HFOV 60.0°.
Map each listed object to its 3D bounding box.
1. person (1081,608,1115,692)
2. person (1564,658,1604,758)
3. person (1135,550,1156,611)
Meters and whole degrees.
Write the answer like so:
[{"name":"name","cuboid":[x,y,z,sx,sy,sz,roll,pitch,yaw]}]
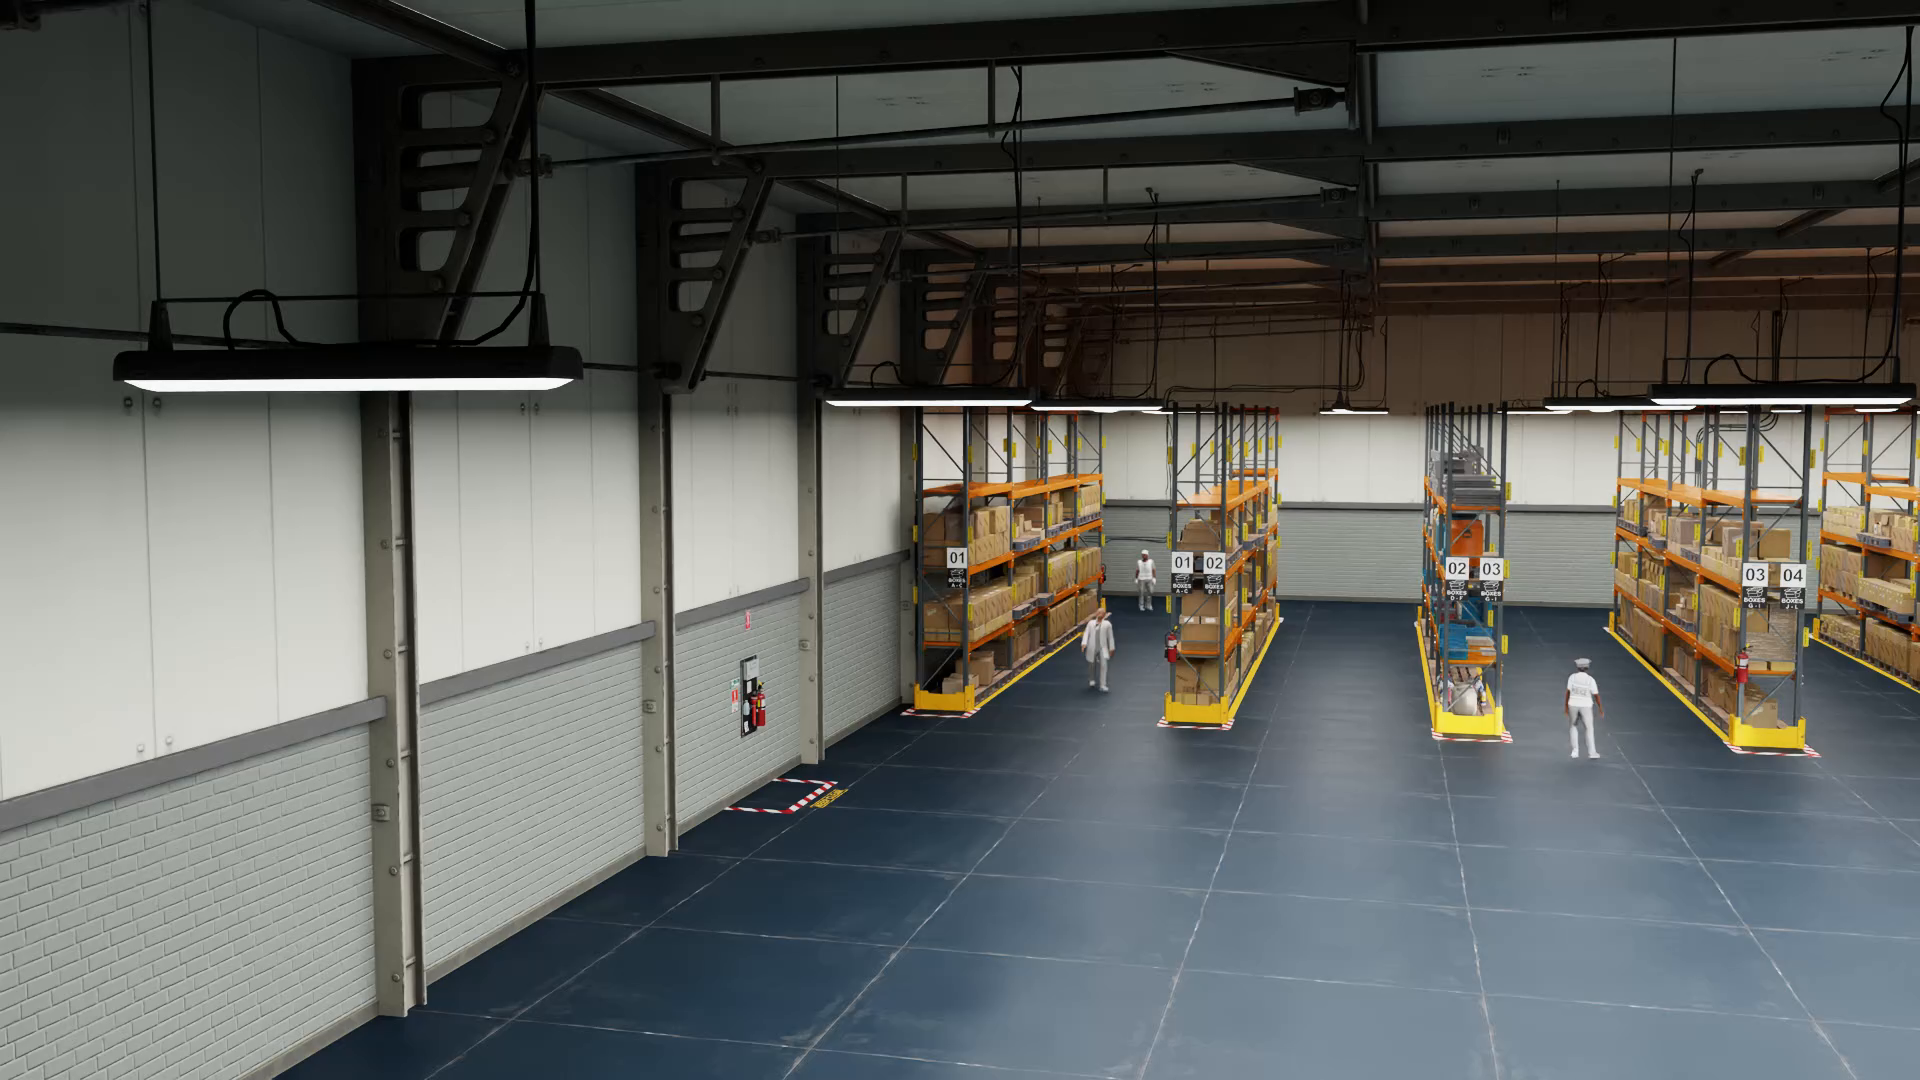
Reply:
[{"name":"person","cuboid":[2.893,2.284,34.826,0.727,1.716,1.126,0,4,0]},{"name":"person","cuboid":[10.462,2.825,27.872,0.588,1.683,0.492,3,5,39]},{"name":"person","cuboid":[5.481,1.198,49.241,0.585,1.813,0.409,-1,4,-13]}]
